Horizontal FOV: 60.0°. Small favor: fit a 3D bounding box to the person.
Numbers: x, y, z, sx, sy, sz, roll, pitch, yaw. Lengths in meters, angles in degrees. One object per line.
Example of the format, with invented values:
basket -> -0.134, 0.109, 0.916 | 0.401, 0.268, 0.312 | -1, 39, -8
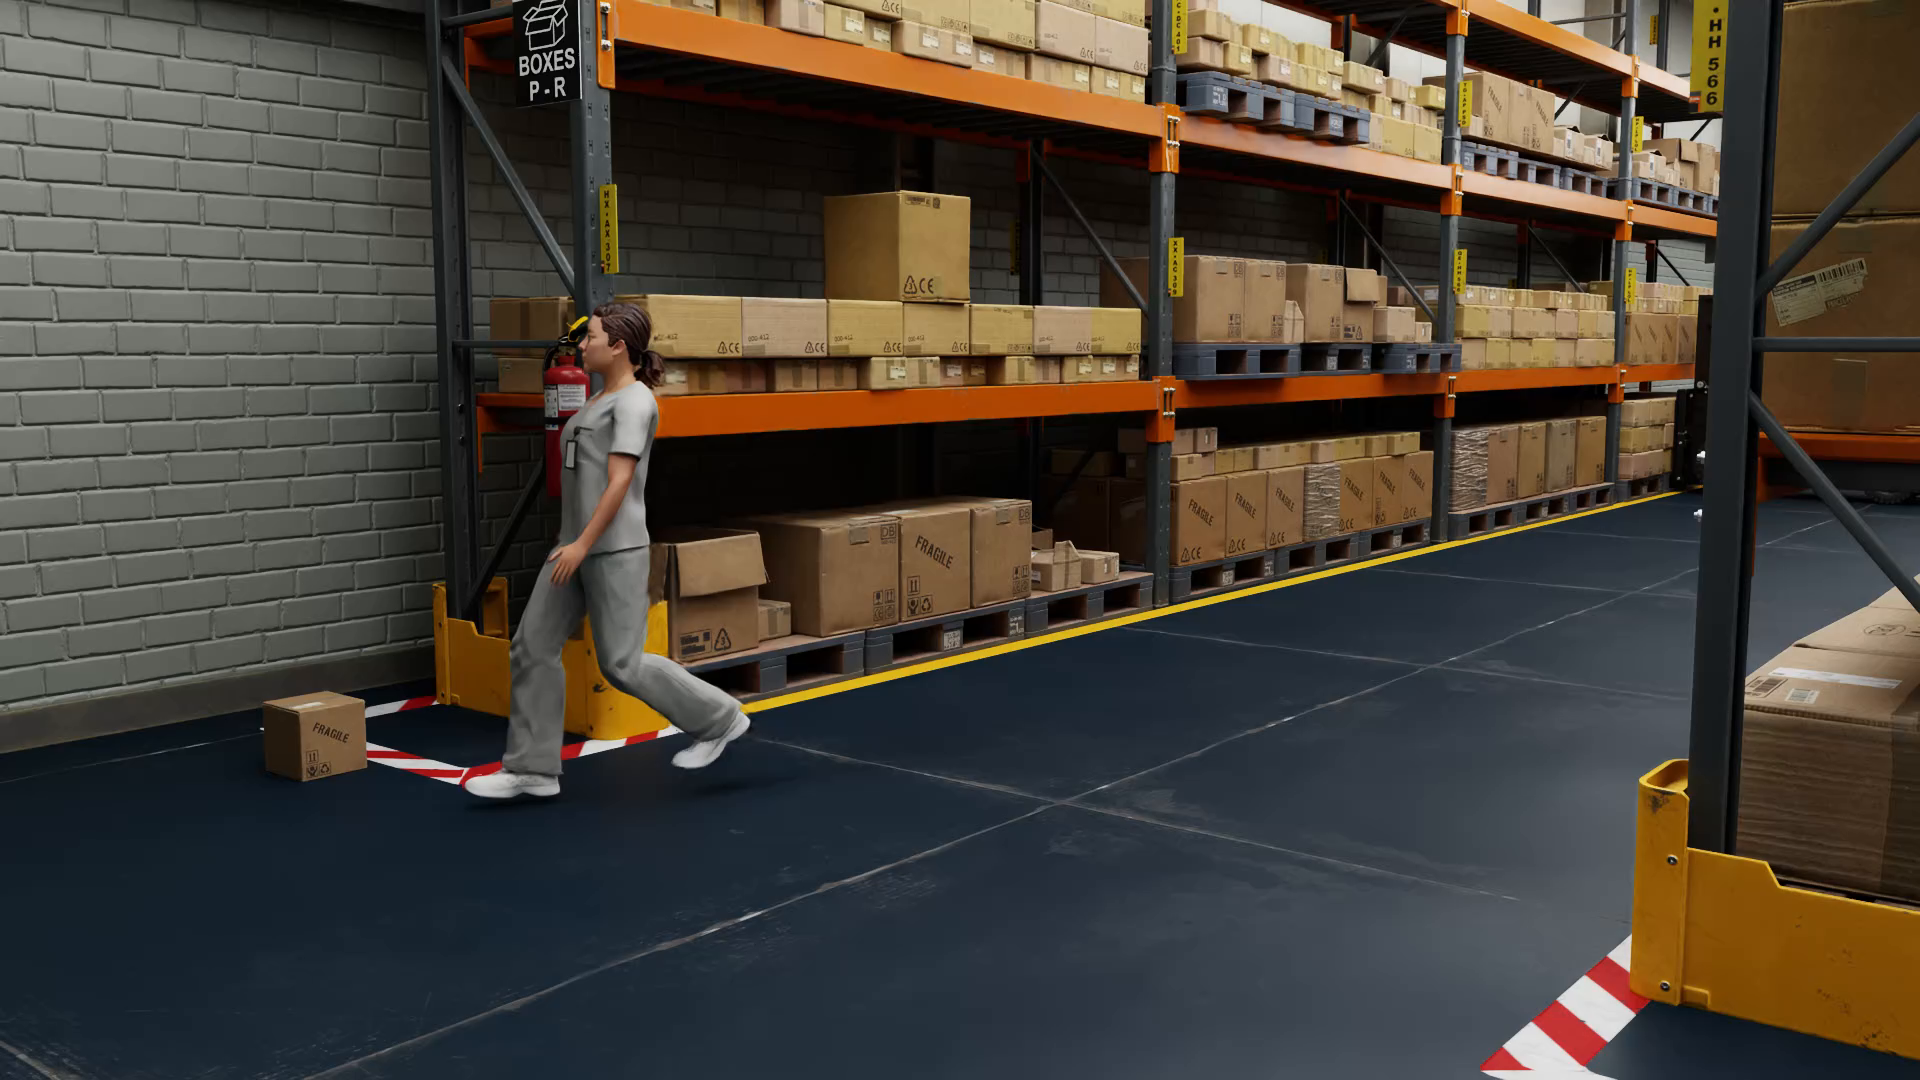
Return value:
person -> -1.174, 0.031, 5.485 | 0.922, 1.620, 0.454 | -4, 8, -32
